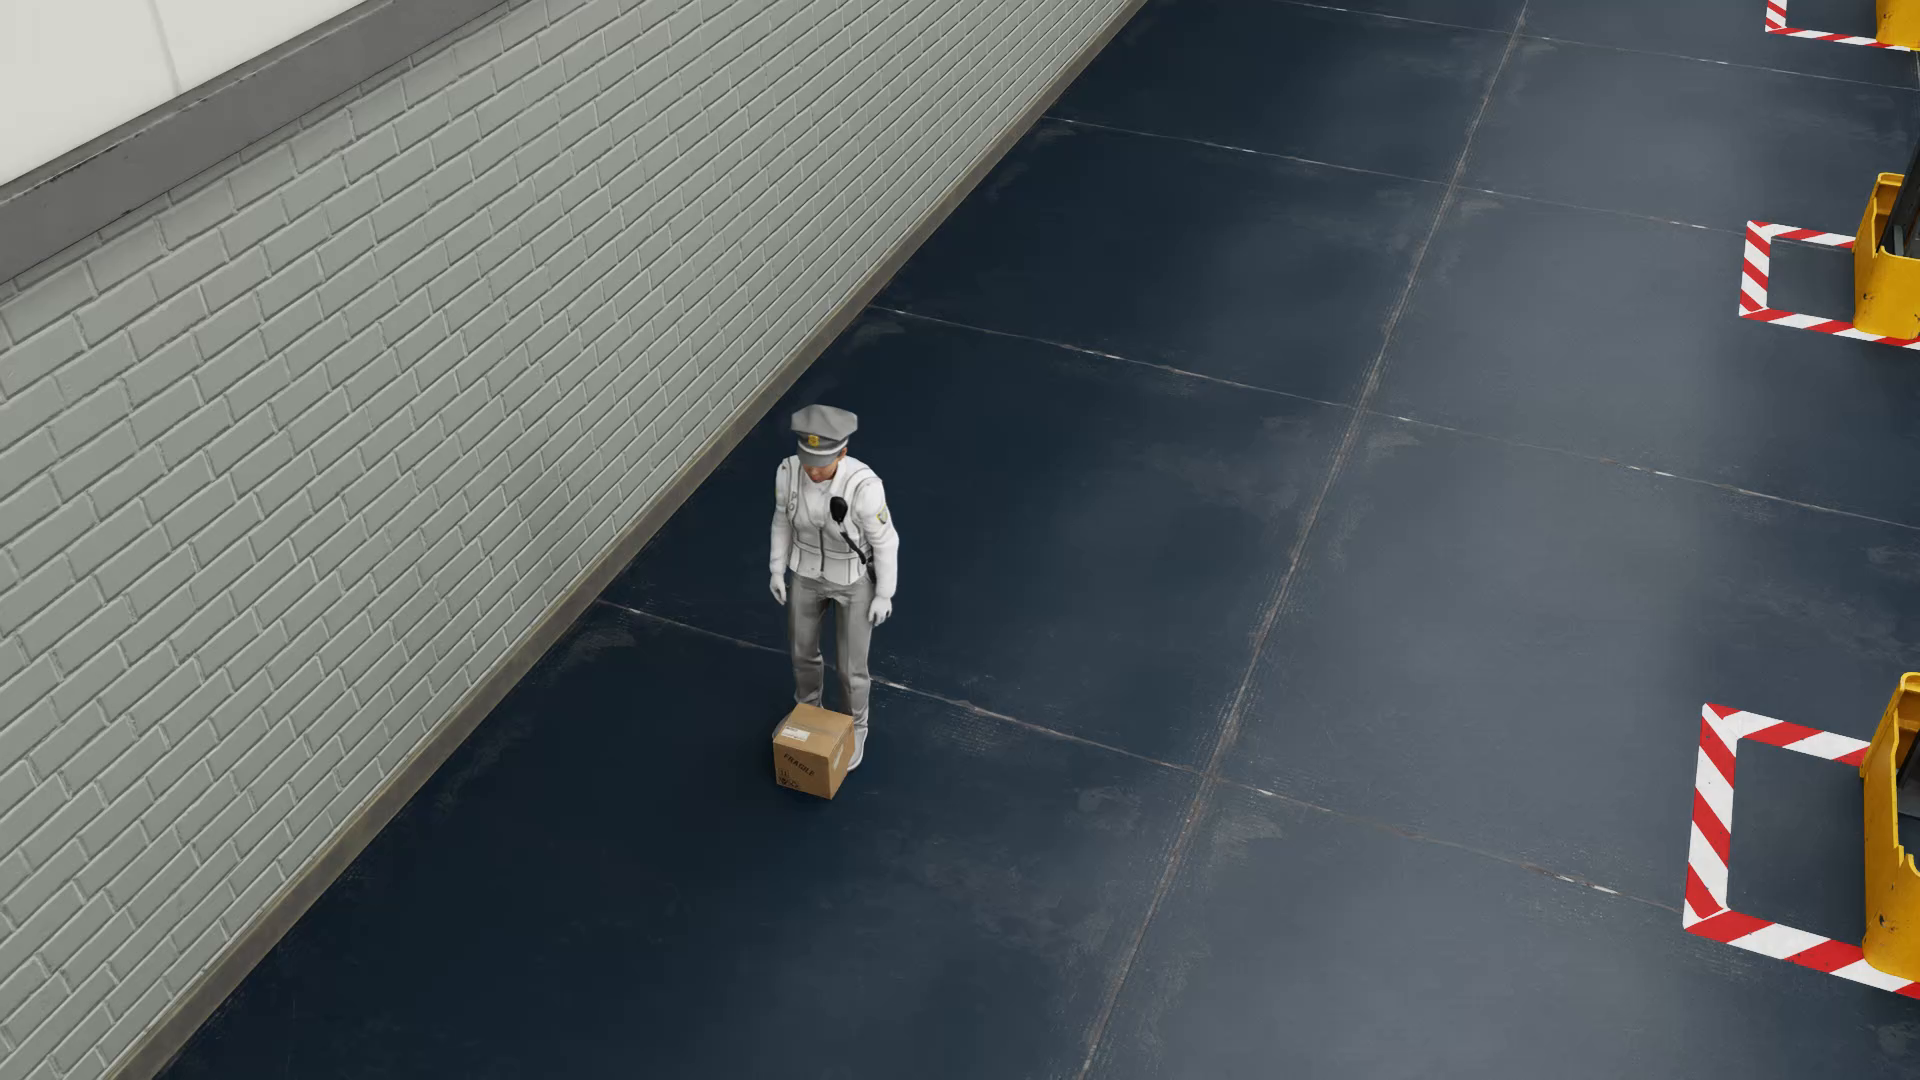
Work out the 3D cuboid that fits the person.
[{"bbox_3d":[-0.515,0.183,6.581,0.539,1.661,0.415,12,39,15],"label":"person"}]
